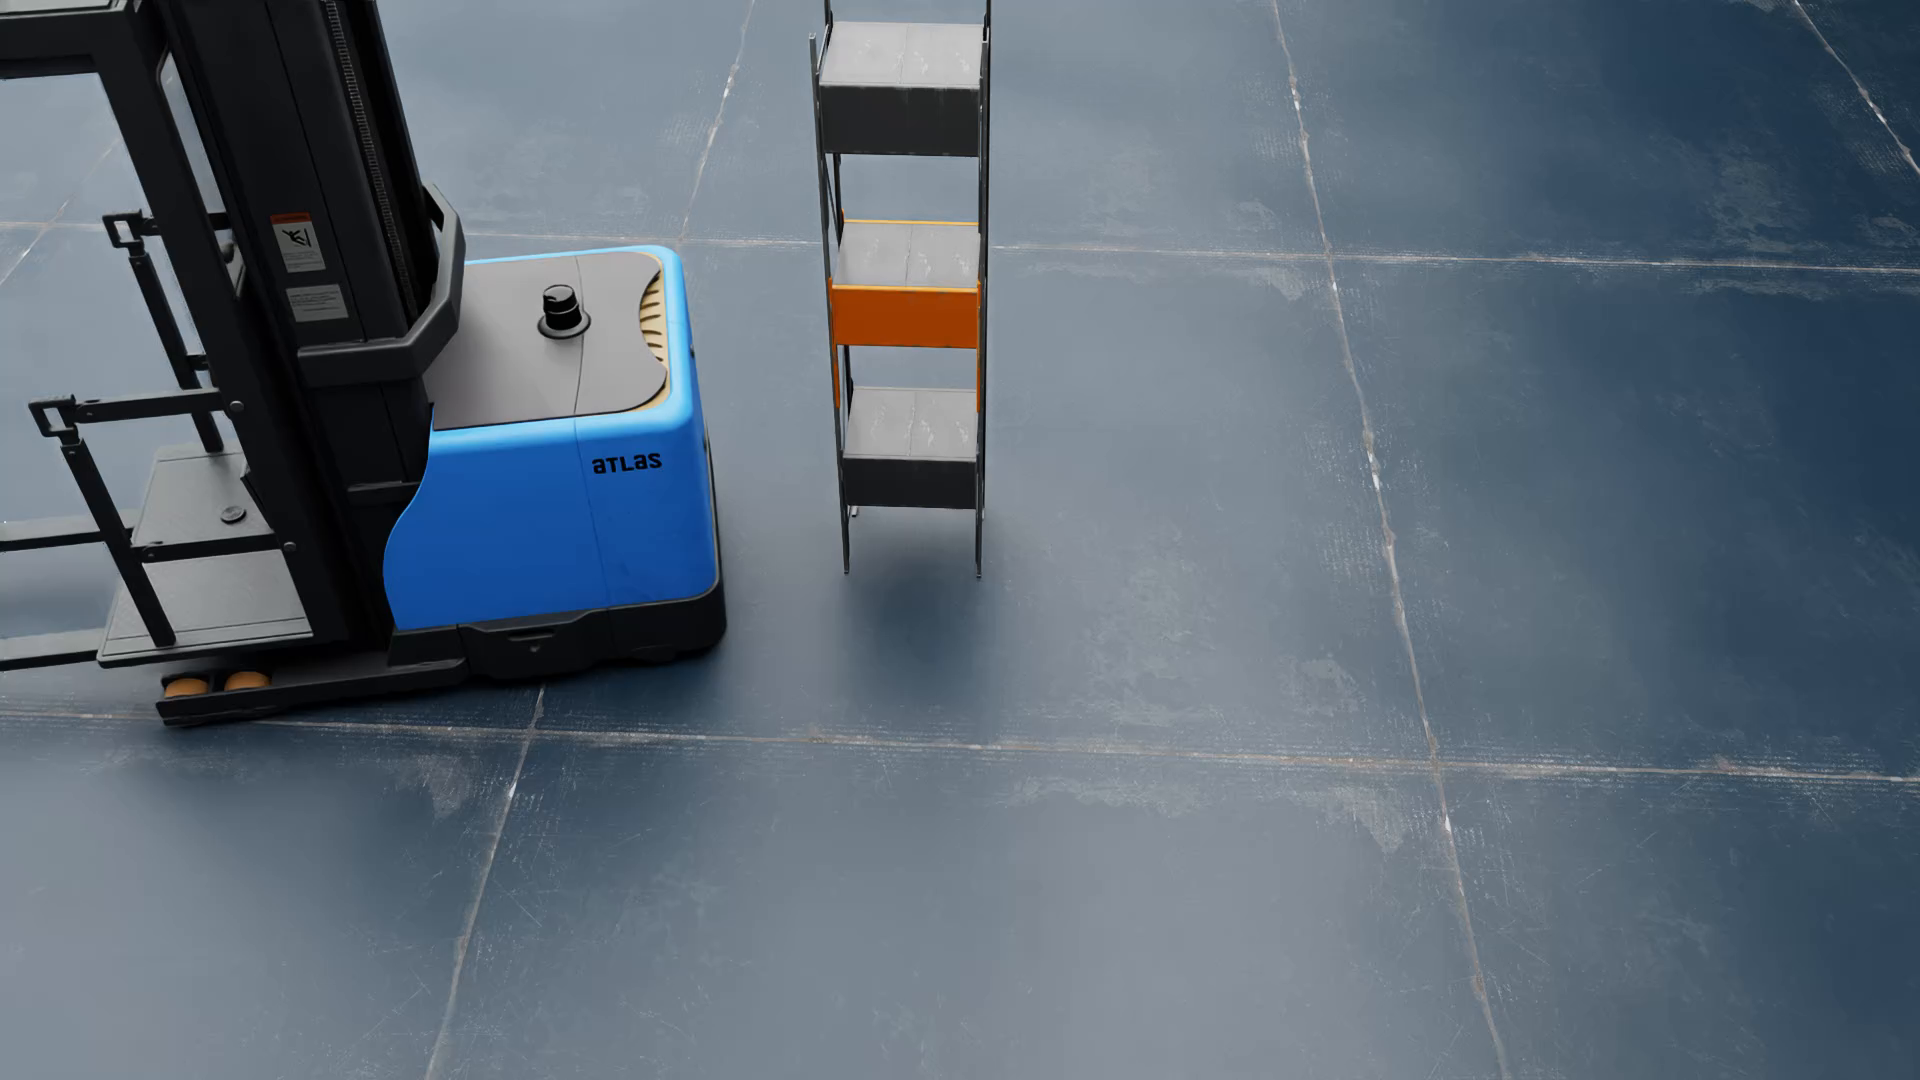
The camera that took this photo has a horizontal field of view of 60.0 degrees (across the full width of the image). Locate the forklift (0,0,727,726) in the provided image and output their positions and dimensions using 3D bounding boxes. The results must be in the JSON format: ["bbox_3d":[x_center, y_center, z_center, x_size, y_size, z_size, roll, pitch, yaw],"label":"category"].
[{"bbox_3d":[-2.381,-0.839,5.001,3.031,2.935,1.130,-6,43,-7],"label":"forklift"}]

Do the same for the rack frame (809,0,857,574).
[{"bbox_3d":[-0.409,-0.781,5.548,0.015,2.100,0.400,2,43,2],"label":"rack frame"}]

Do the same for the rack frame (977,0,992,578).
[{"bbox_3d":[0.078,-0.766,5.532,0.015,2.100,0.400,2,43,2],"label":"rack frame"}]

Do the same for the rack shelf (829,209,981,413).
[{"bbox_3d":[-0.165,-0.763,5.549,0.480,0.518,0.431,2,43,2],"label":"rack shelf"}]

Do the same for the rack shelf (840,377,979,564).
[{"bbox_3d":[-0.165,-0.251,6.026,0.480,0.518,0.431,2,43,2],"label":"rack shelf"}]

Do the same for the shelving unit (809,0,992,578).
[{"bbox_3d":[-0.165,-0.773,5.540,0.503,2.100,0.431,2,43,2],"label":"shelving unit"}]

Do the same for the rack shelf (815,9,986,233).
[{"bbox_3d":[-0.165,-1.276,5.072,0.480,0.518,0.431,2,43,2],"label":"rack shelf"}]
